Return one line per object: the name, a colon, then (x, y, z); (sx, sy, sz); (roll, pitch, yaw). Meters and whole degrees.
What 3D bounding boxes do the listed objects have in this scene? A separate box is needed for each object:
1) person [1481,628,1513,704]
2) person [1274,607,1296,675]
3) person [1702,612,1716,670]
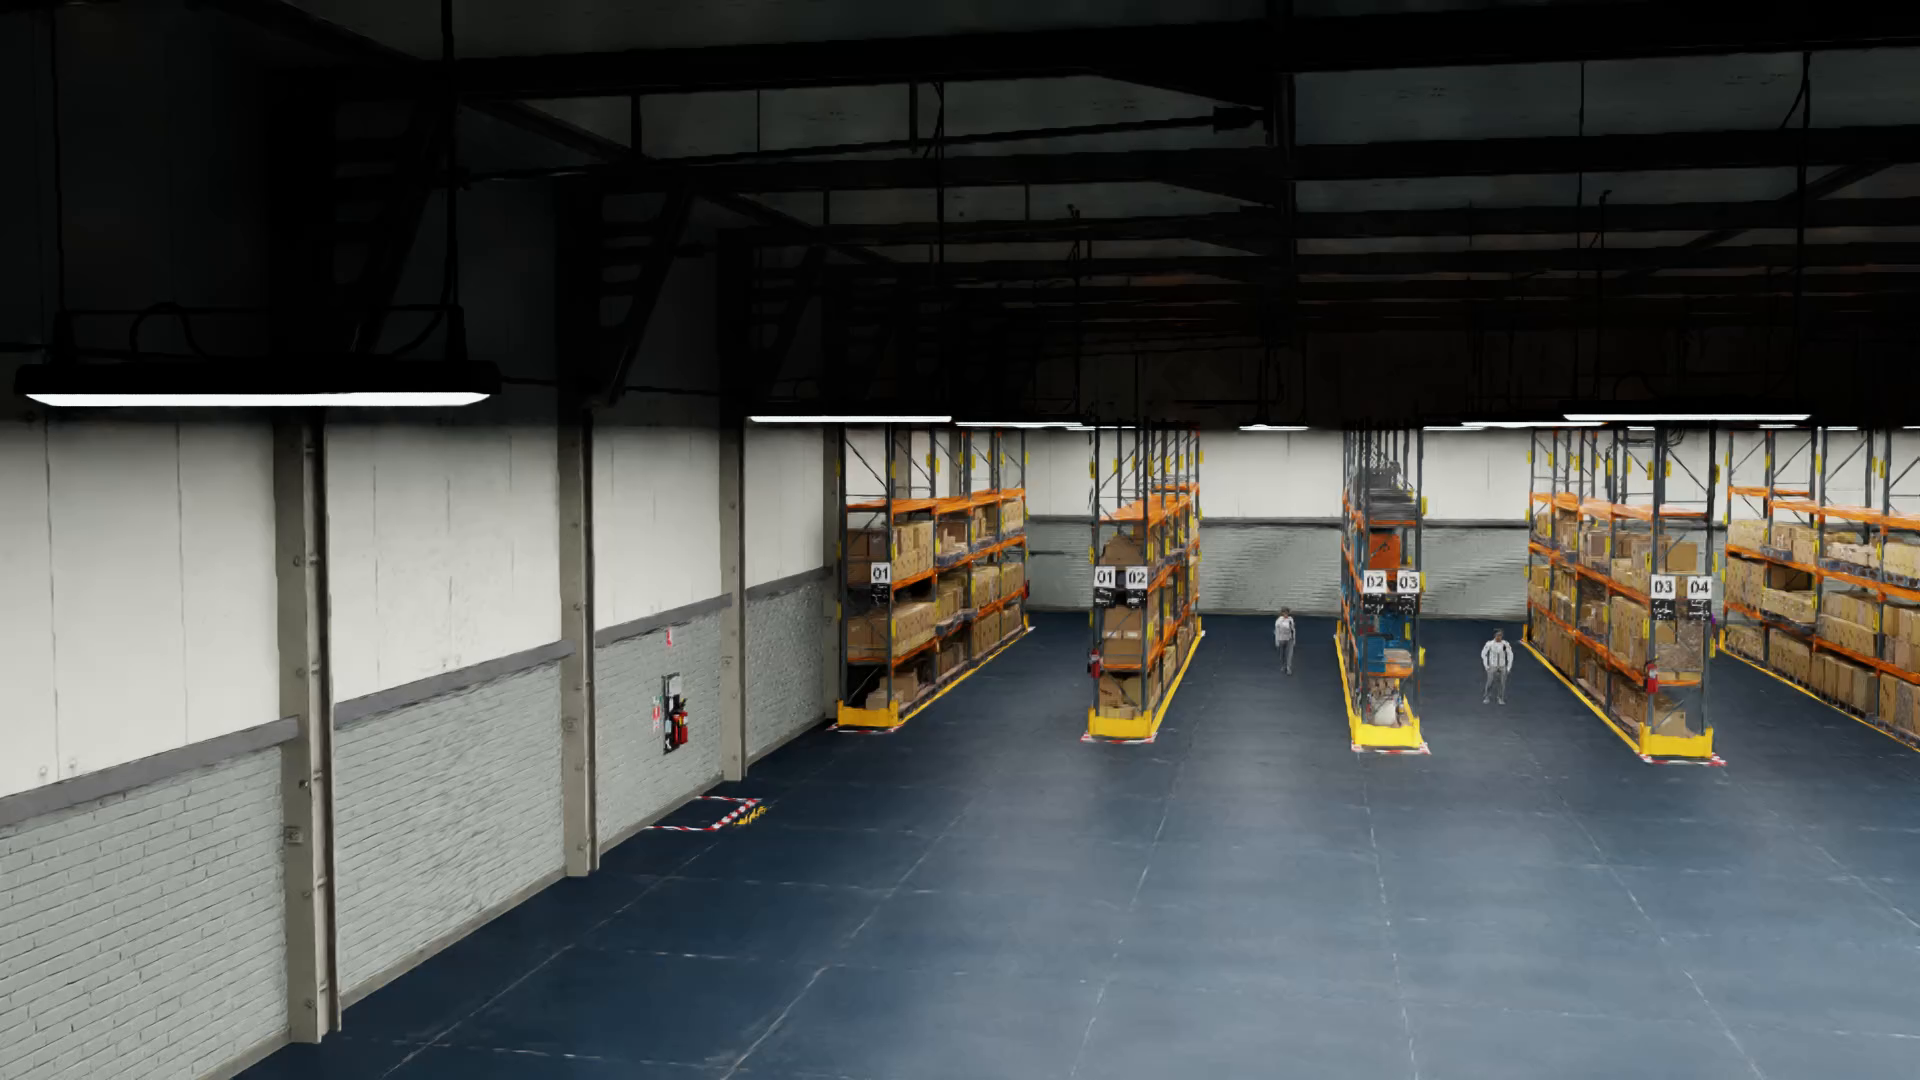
person: (11.299, 2.647, 34.986); (0.639, 1.628, 0.506); (1, 4, 10)
person: (7.692, 2.355, 39.374); (0.495, 1.589, 1.086); (1, 4, 14)
person: (17.714, 2.292, 39.814); (0.719, 1.713, 0.578); (1, 4, 9)
